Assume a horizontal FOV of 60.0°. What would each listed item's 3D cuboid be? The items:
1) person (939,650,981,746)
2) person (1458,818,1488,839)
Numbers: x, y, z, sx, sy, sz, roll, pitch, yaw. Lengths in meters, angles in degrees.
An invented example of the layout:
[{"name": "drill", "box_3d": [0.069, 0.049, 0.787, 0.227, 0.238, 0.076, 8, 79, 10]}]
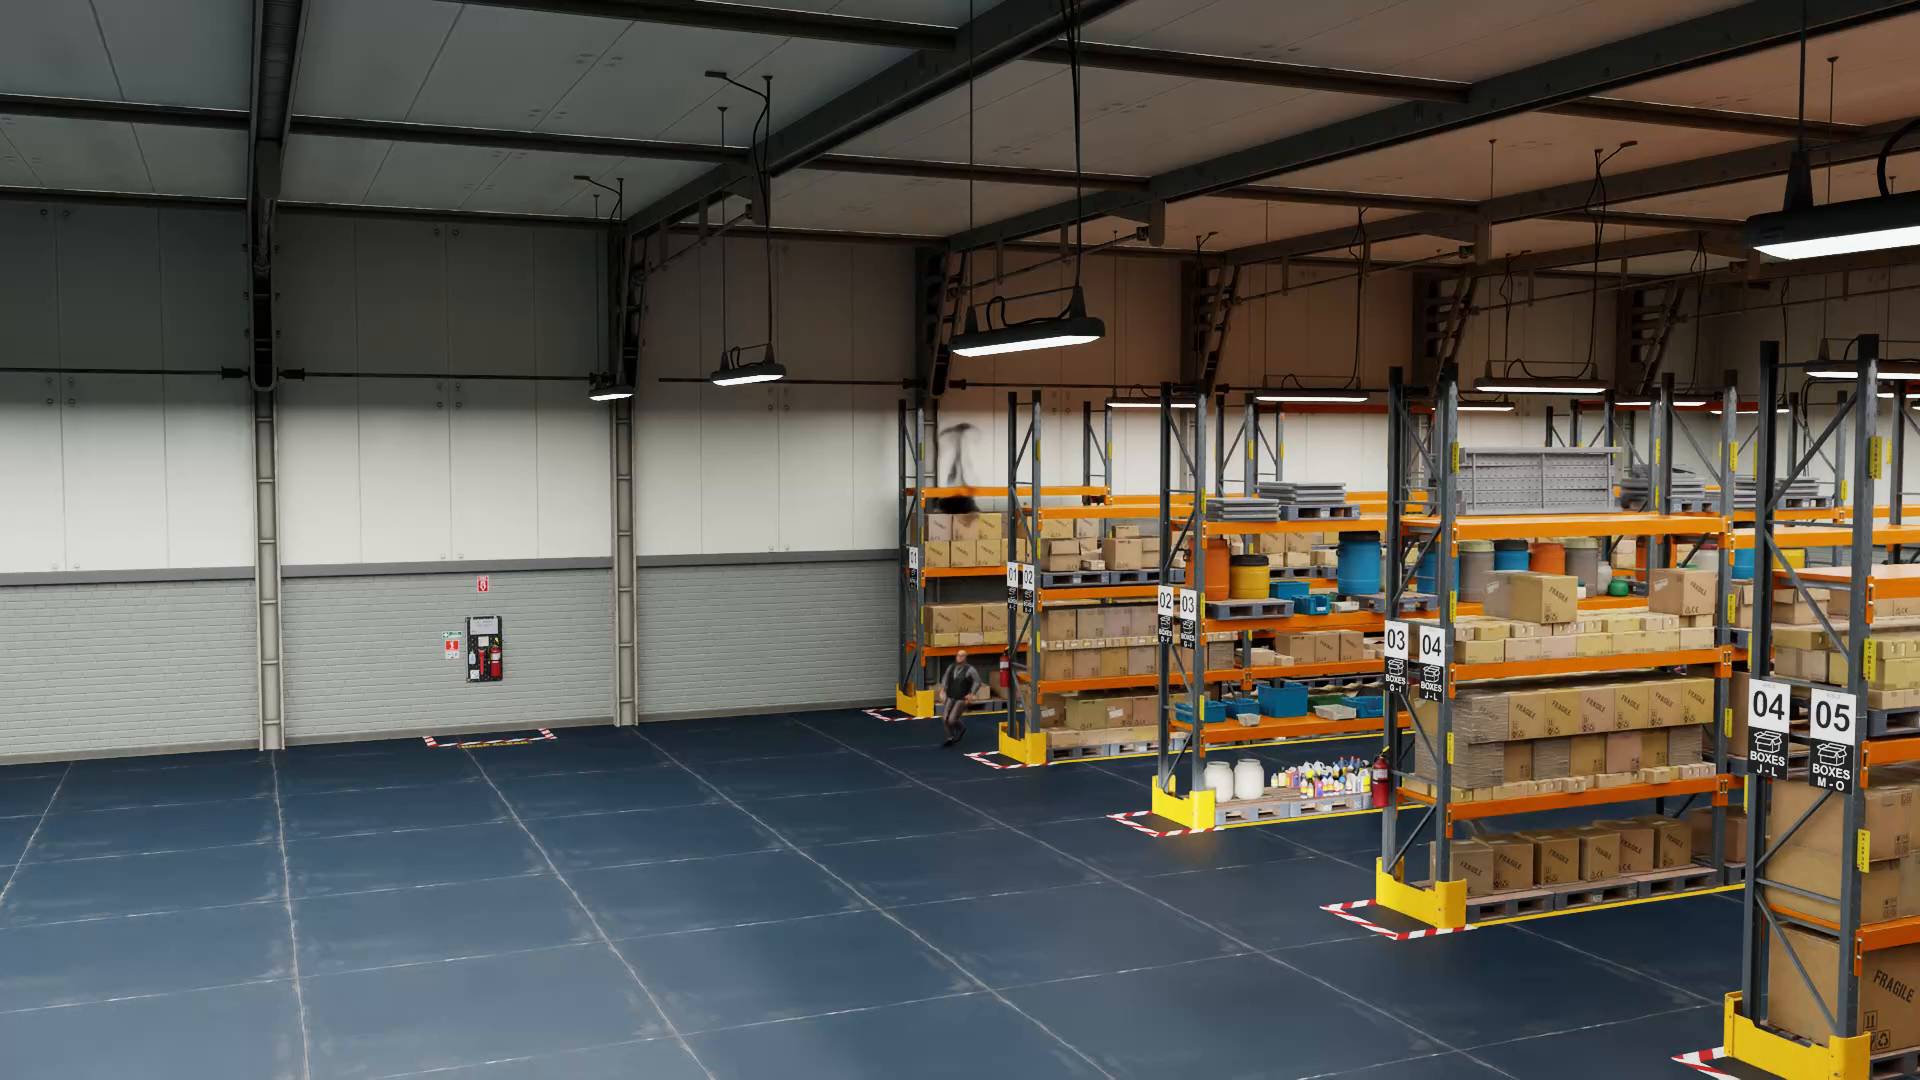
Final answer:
[{"name": "person", "box_3d": [-0.035, 2.693, 28.155, 0.709, 1.664, 0.516, 2, 4, 33]}, {"name": "person", "box_3d": [6.326, 3.162, 20.486, 0.667, 1.604, 0.509, -1, 4, -17]}]
